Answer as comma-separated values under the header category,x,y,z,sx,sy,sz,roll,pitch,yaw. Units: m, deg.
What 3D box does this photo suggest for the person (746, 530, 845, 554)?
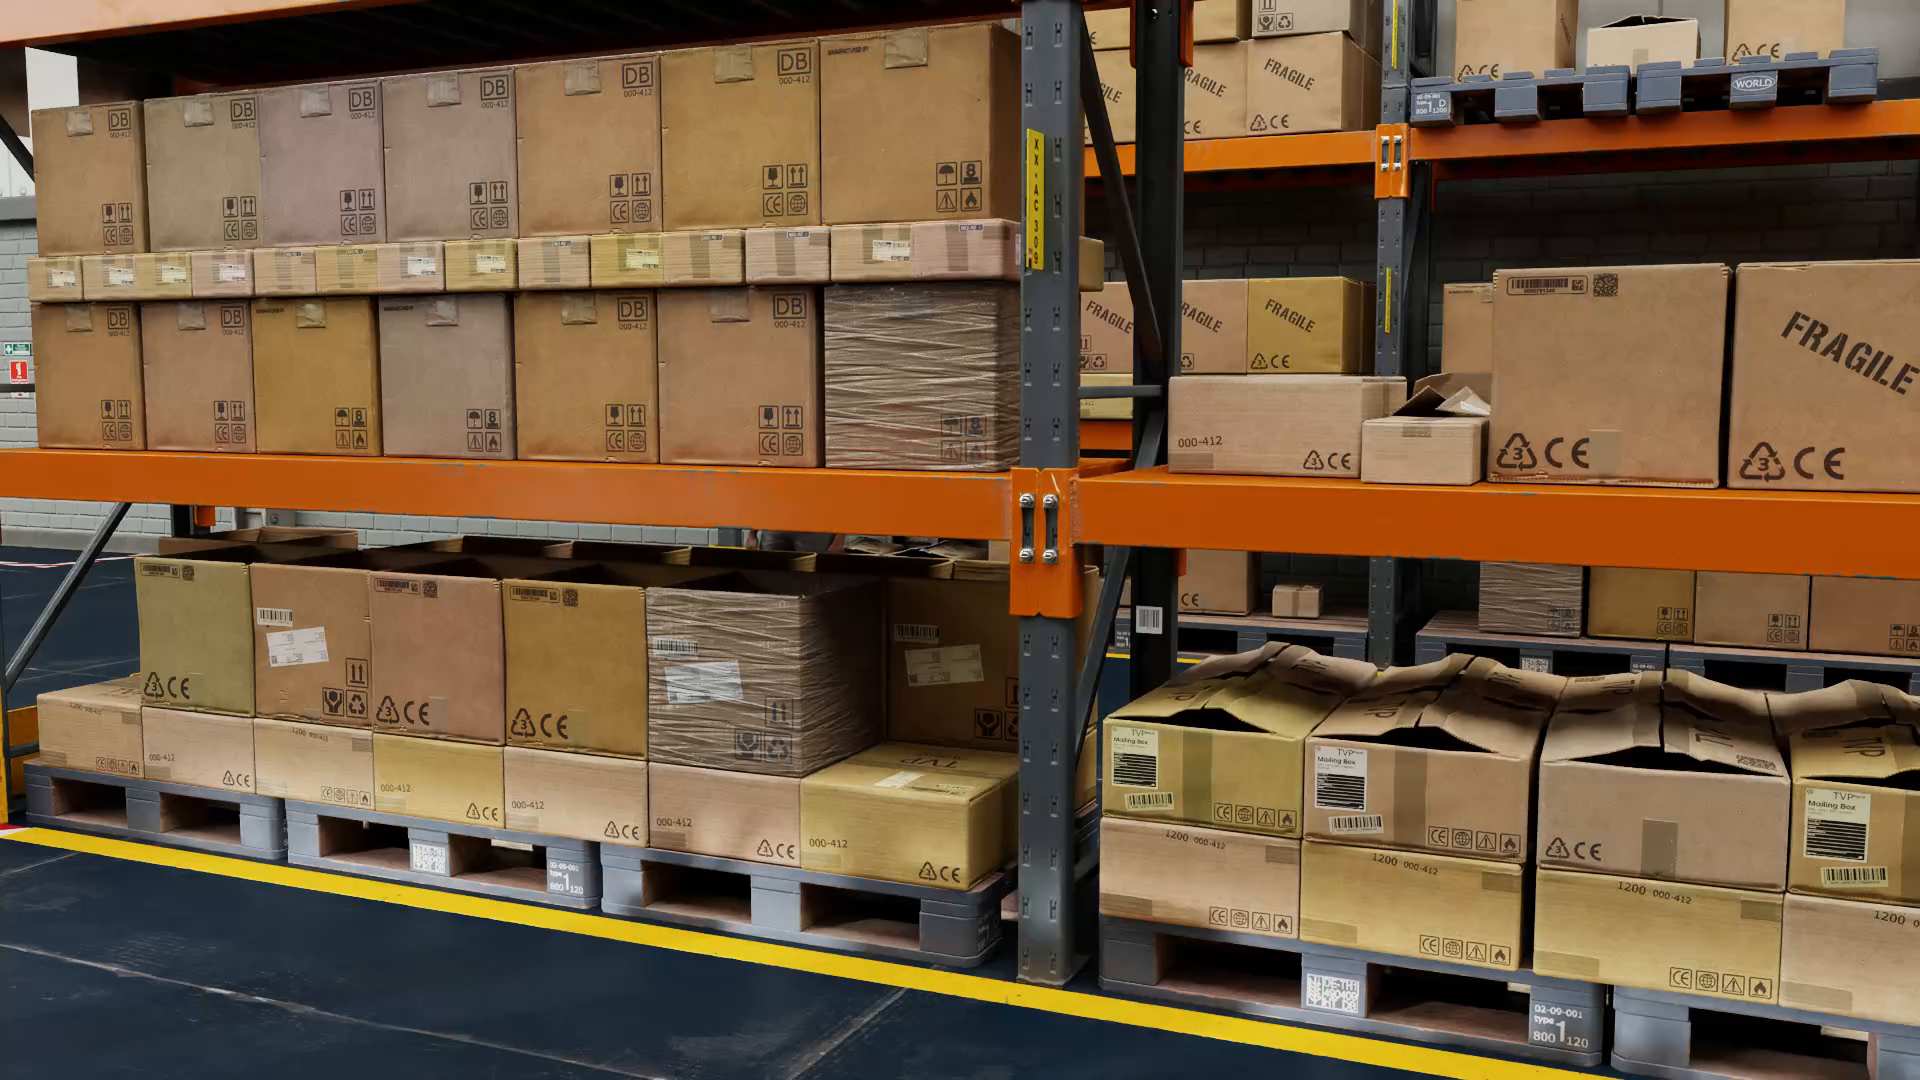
category,x,y,z,sx,sy,sz,roll,pitch,yaw
person,-0.722,0.000,7.362,0.507,1.655,0.347,2,6,24
